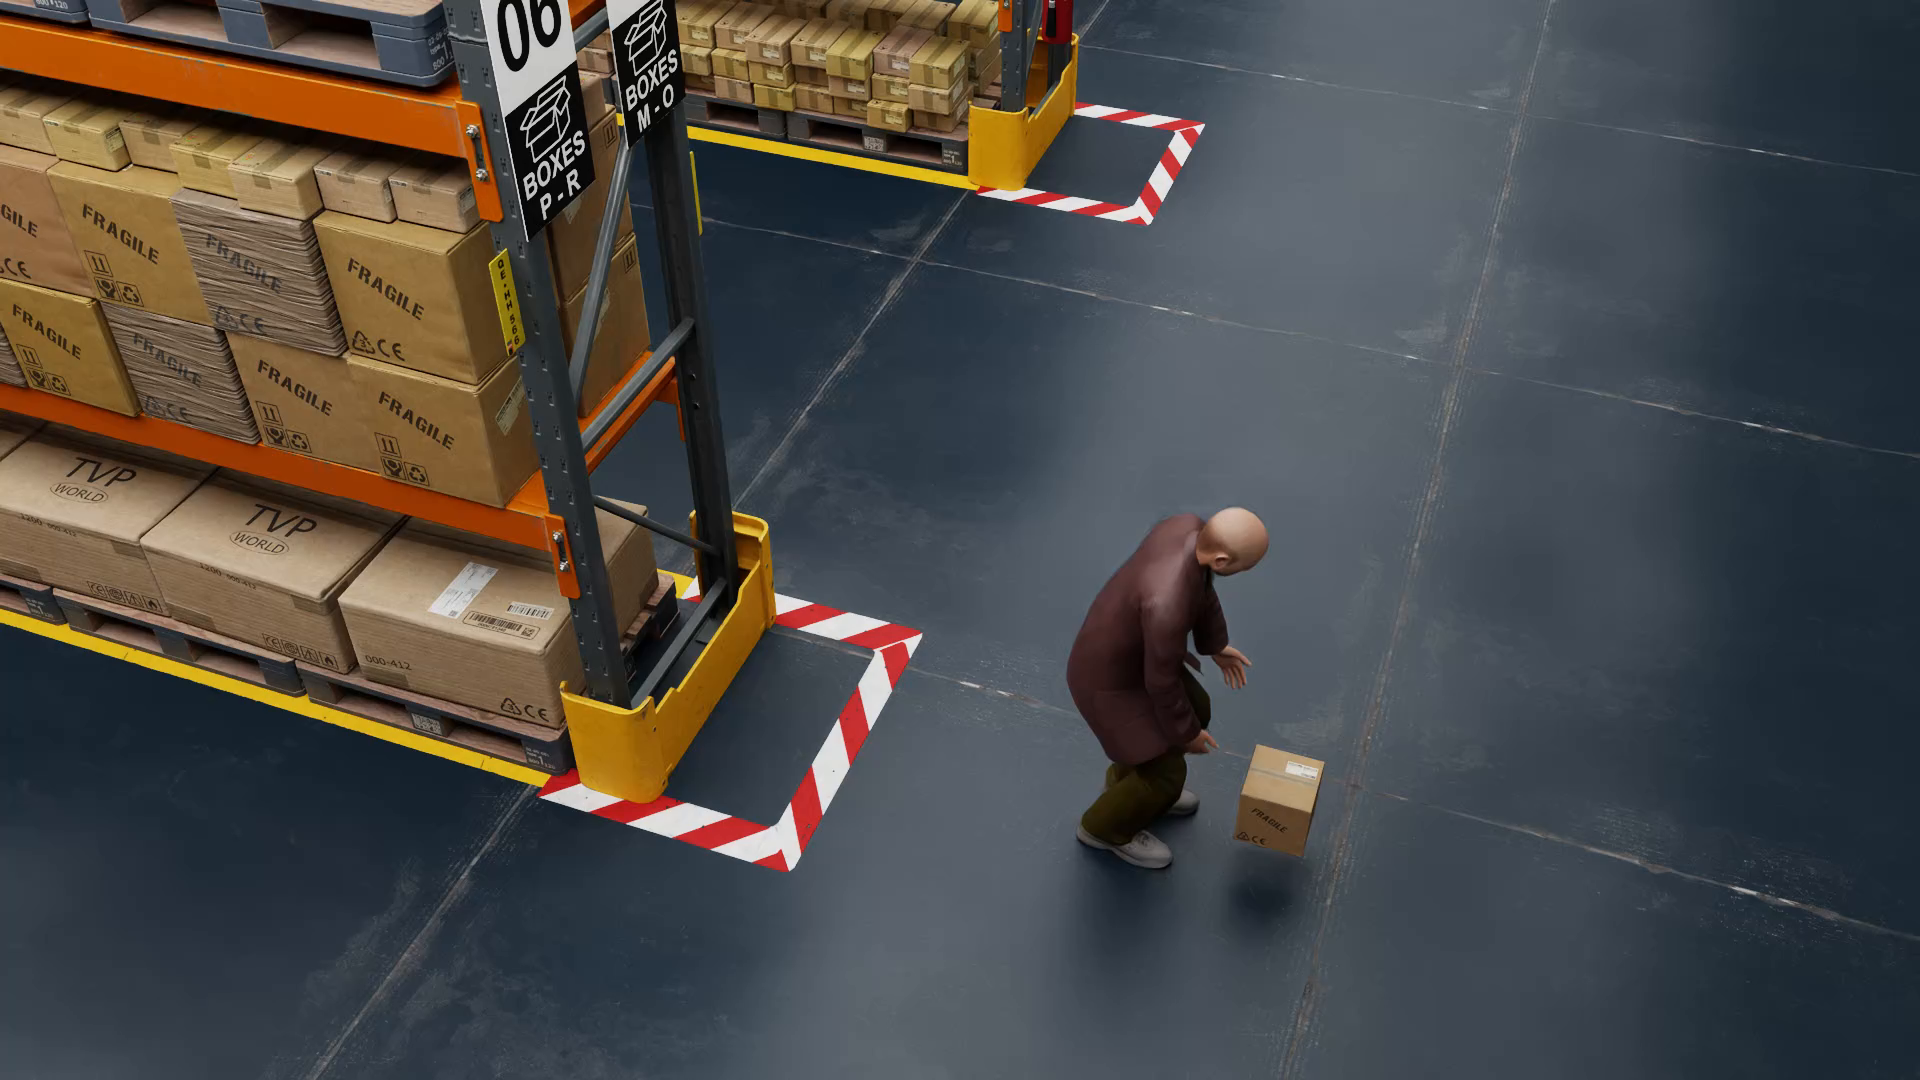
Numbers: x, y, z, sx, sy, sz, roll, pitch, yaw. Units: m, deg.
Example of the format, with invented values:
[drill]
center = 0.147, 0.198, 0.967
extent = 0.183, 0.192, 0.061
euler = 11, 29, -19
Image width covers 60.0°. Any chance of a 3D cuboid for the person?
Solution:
[person]
center = 0.690, 0.469, 5.807
extent = 0.612, 1.552, 0.625
euler = 14, 43, 15
